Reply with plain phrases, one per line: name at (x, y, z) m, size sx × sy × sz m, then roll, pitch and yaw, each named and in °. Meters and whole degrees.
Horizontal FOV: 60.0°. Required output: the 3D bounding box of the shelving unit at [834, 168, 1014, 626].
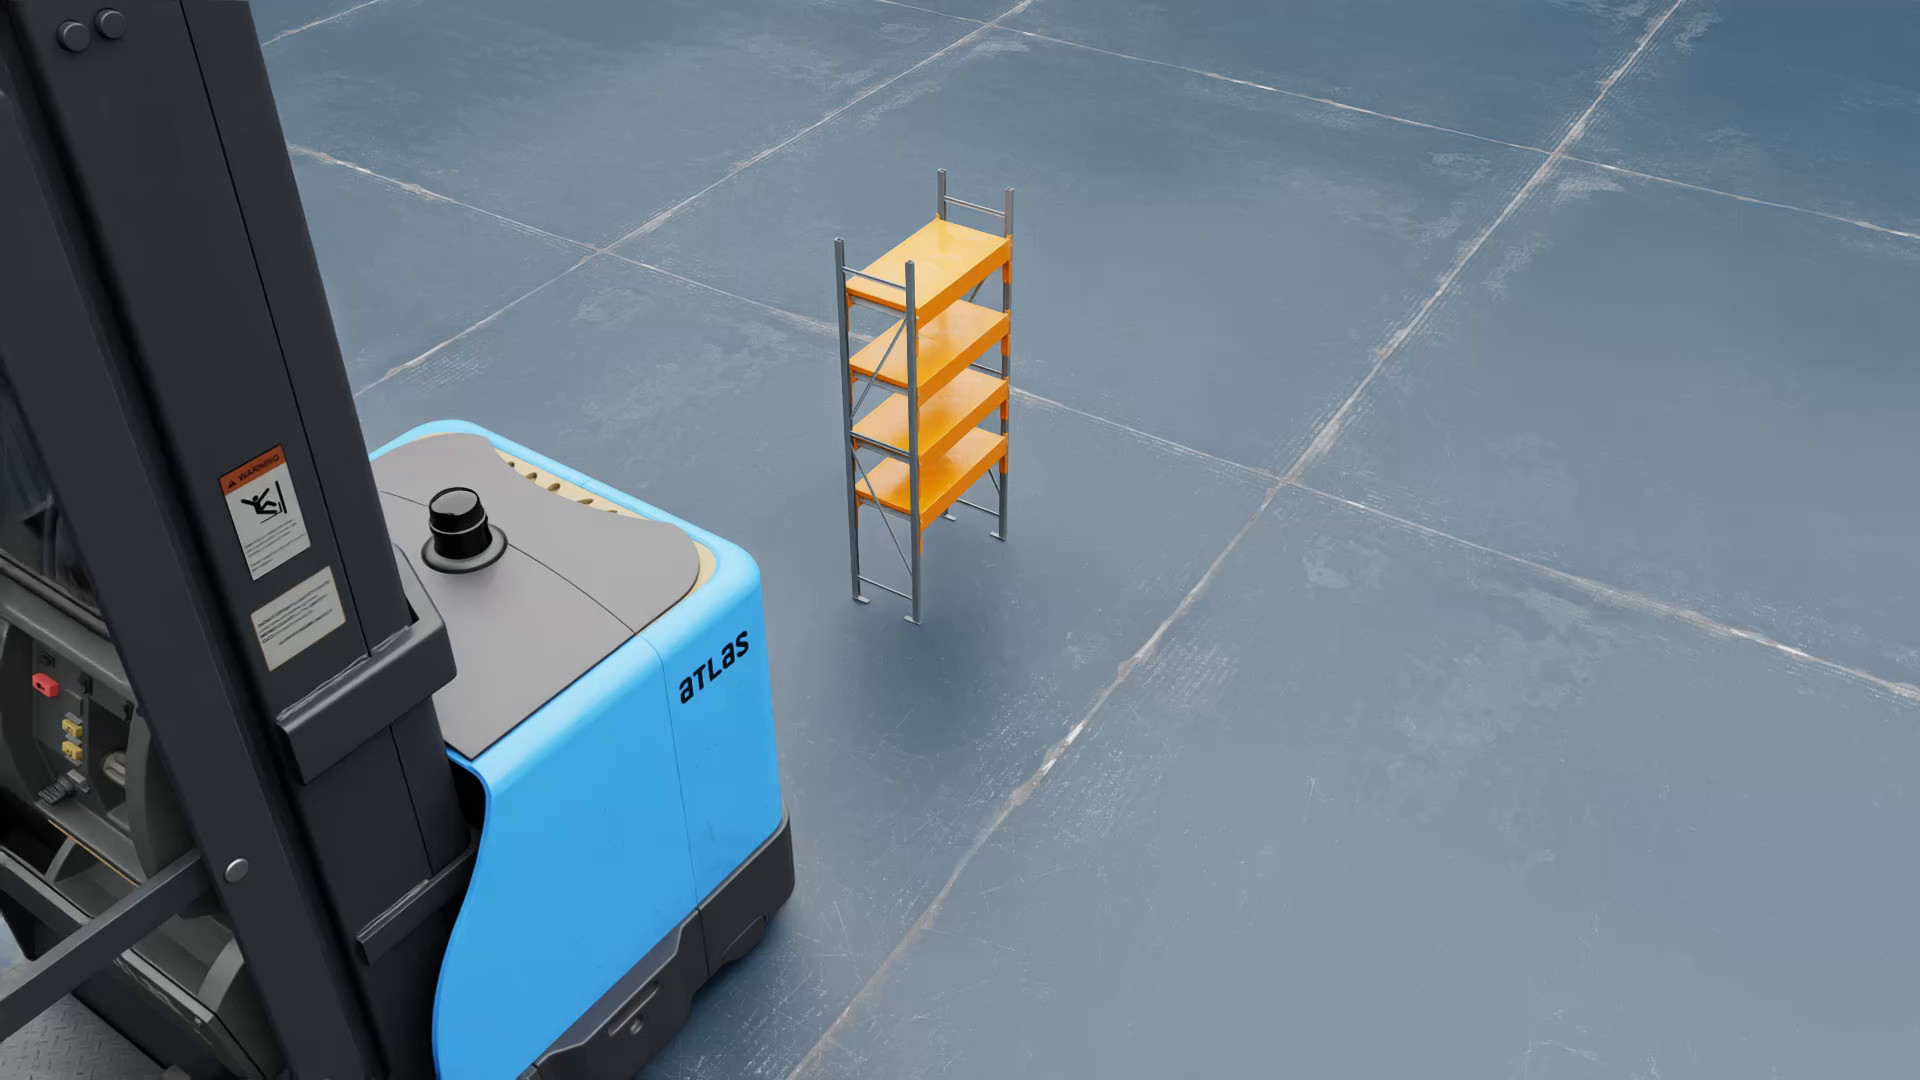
shelving unit at (-0.089, -0.390, 4.773) m, size 0.258 × 1.200 × 0.503 m, roll 21°, pitch 42°, yaw 25°

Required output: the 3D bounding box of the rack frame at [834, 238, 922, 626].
rack frame at (-0.219, -0.264, 4.610) m, size 0.240 × 1.200 × 0.015 m, roll 21°, pitch 42°, yaw 25°

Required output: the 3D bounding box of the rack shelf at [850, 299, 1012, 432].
rack shelf at (-0.089, -0.514, 4.677) m, size 0.258 × 0.148 × 0.480 m, roll 21°, pitch 42°, yaw 25°

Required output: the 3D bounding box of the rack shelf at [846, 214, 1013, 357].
rack shelf at (-0.089, -0.701, 4.533) m, size 0.258 × 0.148 × 0.480 m, roll 21°, pitch 42°, yaw 25°

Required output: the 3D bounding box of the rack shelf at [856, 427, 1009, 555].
rack shelf at (-0.089, -0.179, 4.935) m, size 0.258 × 0.148 × 0.480 m, roll 21°, pitch 42°, yaw 25°

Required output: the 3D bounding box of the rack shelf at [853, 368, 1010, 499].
rack shelf at (-0.089, -0.337, 4.814) m, size 0.258 × 0.148 × 0.480 m, roll 21°, pitch 42°, yaw 25°

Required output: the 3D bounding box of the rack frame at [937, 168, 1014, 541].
rack frame at (0.042, -0.516, 4.936) m, size 0.240 × 1.200 × 0.015 m, roll 21°, pitch 42°, yaw 25°

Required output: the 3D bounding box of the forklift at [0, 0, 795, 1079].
forklift at (-1.656, 0.291, 2.472) m, size 1.130 × 2.935 × 3.031 m, roll 23°, pitch 43°, yaw 27°
